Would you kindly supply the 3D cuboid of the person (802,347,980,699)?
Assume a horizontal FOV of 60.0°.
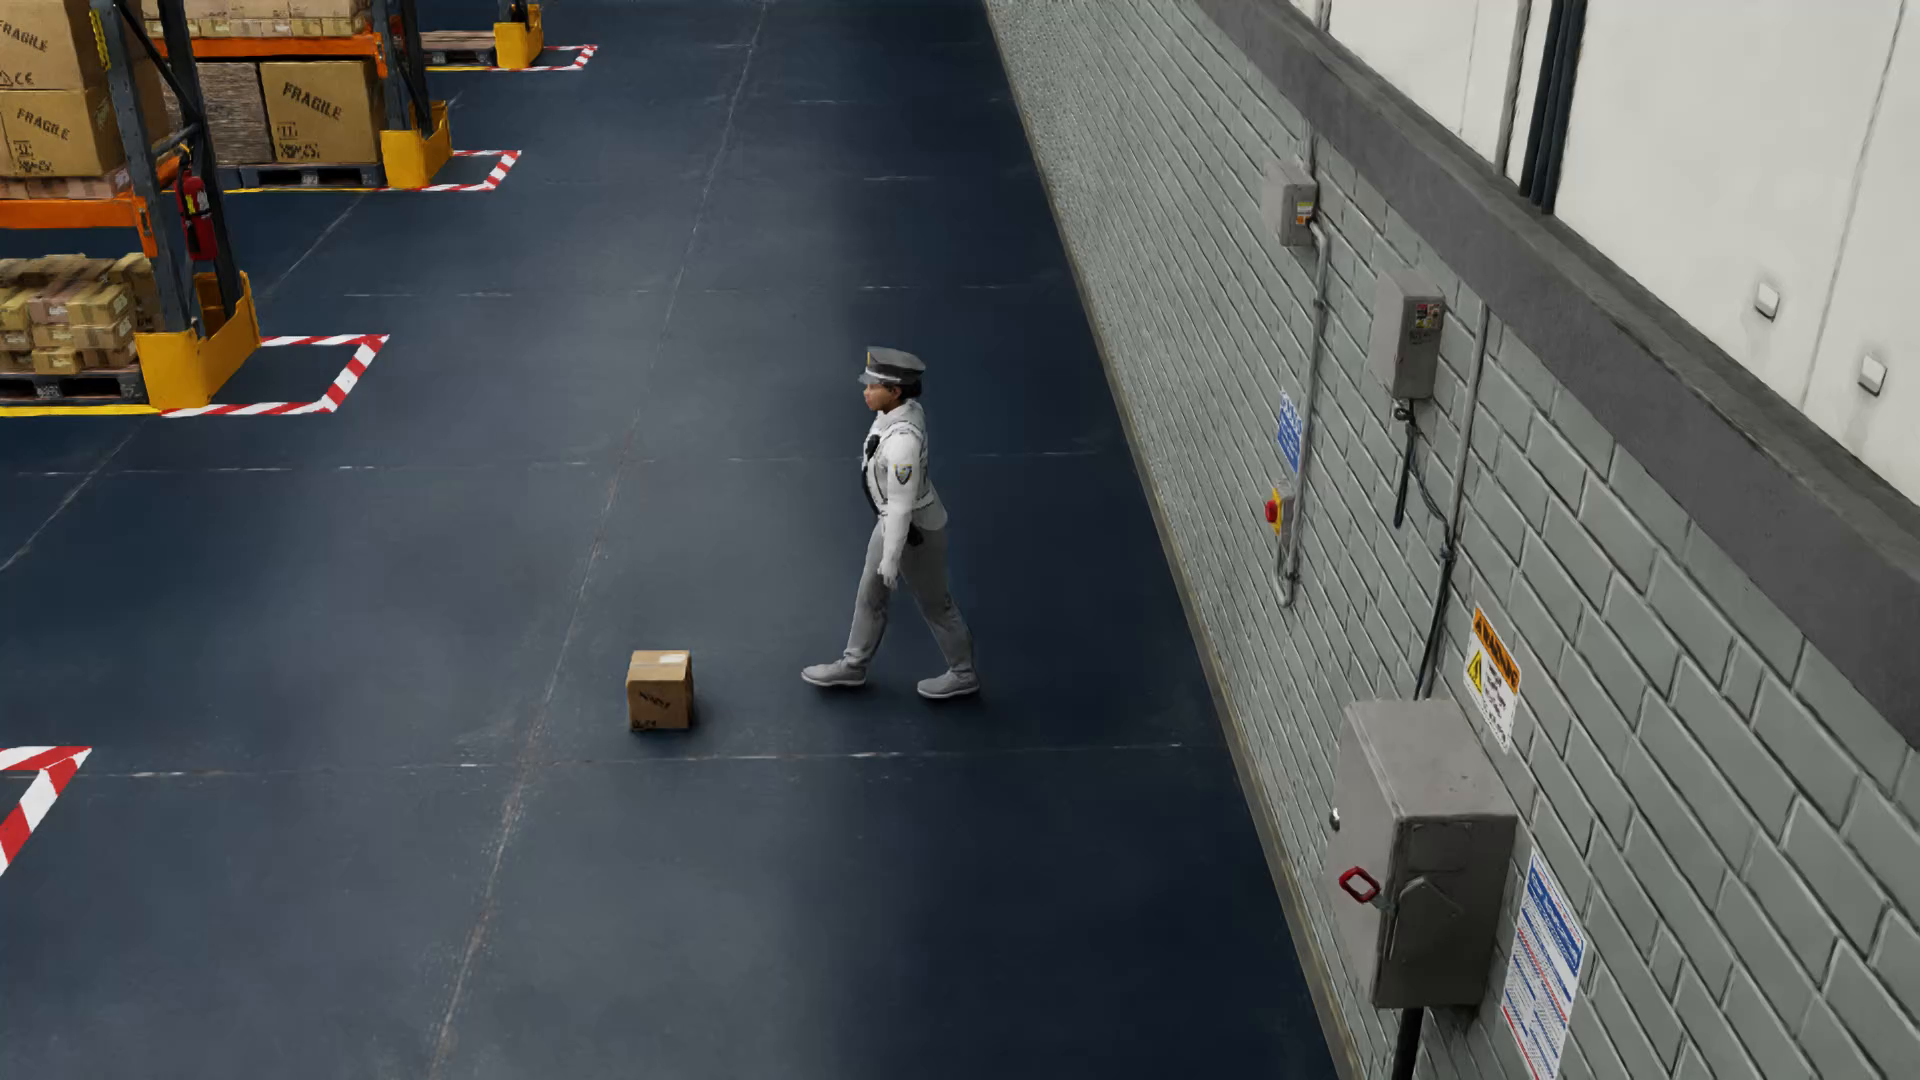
[{"bbox_3d":[-0.299,-0.037,7.040,0.786,1.643,0.502,-4,28,-8],"label":"person"}]
